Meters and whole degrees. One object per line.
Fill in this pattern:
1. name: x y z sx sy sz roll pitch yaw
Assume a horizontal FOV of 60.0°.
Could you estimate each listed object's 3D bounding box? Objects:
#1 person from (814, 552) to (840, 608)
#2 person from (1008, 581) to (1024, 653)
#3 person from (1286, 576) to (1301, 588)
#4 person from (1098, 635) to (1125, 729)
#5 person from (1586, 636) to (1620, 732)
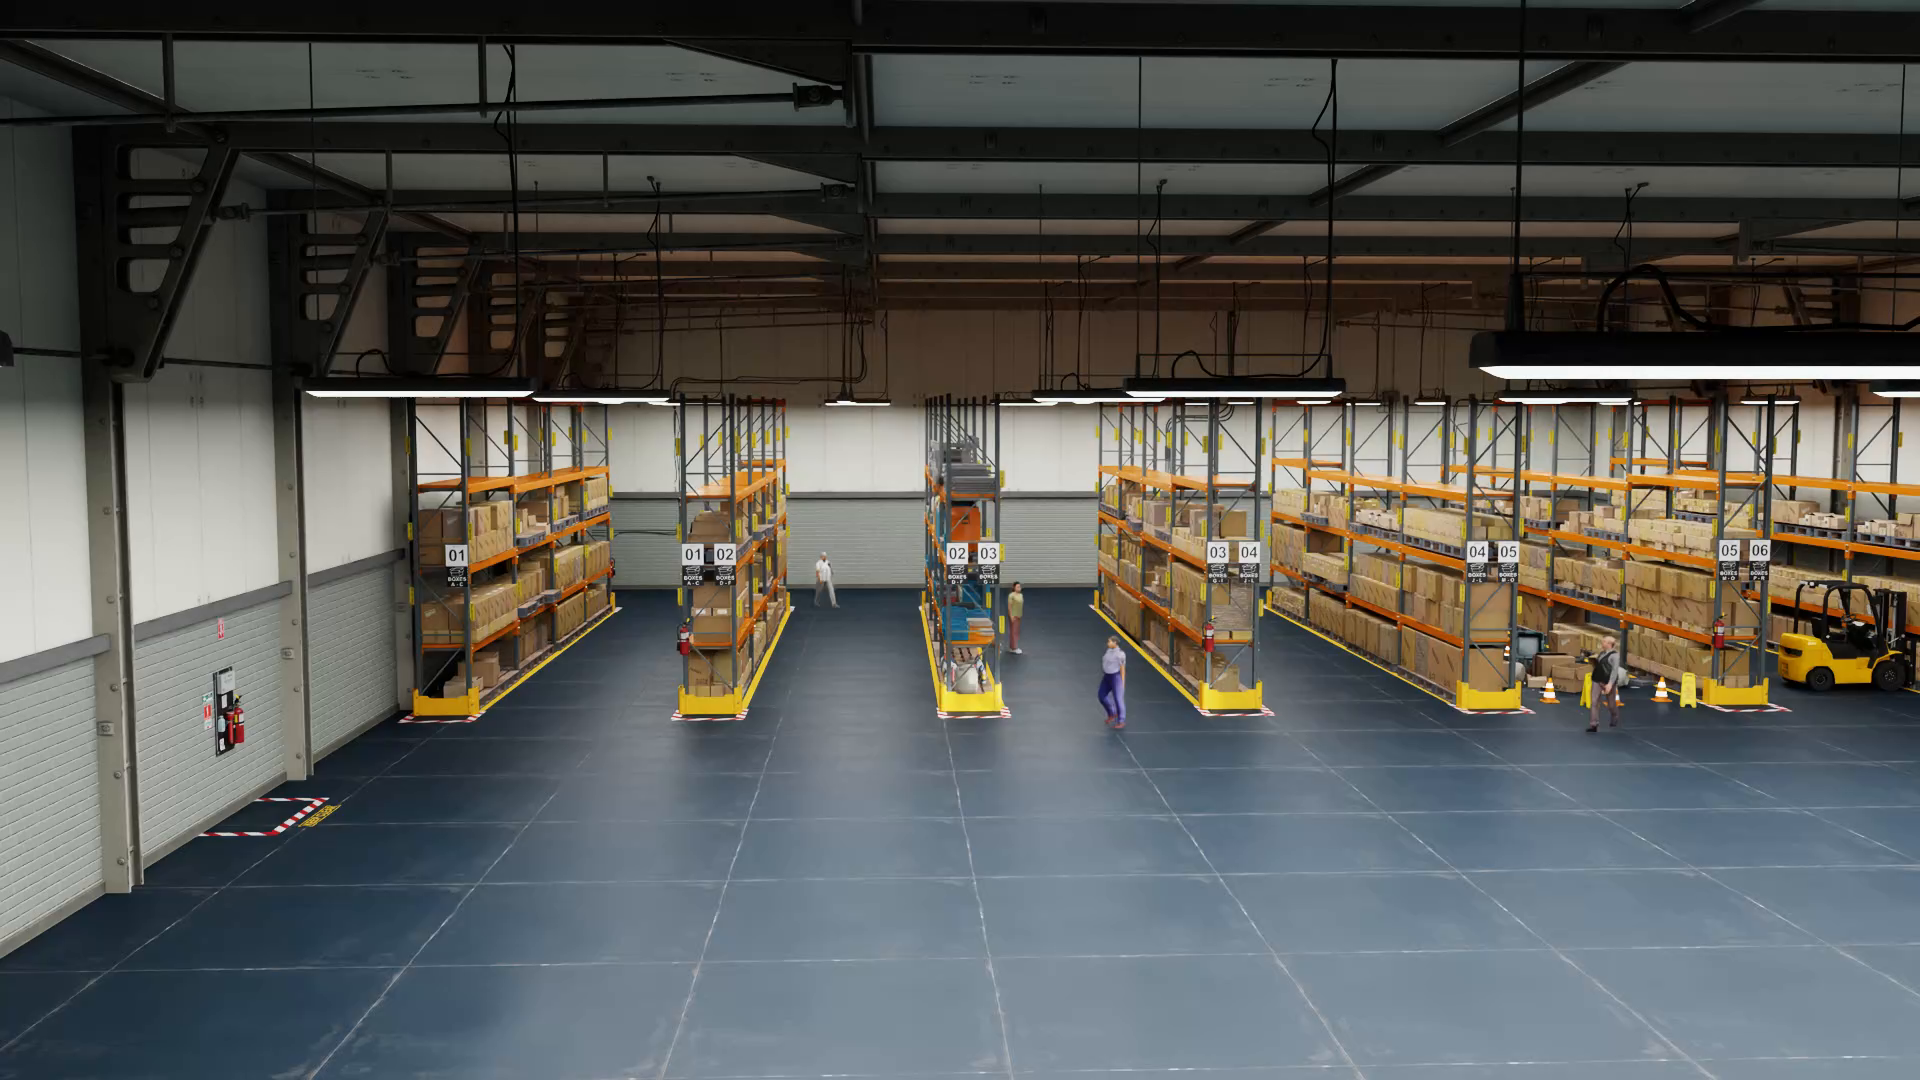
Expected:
1. person: -3.865 1.140 47.607 0.550 1.587 1.051 -3 5 -31
2. person: 1.326 1.805 38.949 0.444 1.681 0.470 4 6 43
3. person: 9.984 0.982 49.382 0.567 1.634 0.968 -2 5 -22
4. person: 2.766 2.532 29.902 0.411 1.670 0.585 -3 5 -35
5. person: 11.456 2.546 29.514 0.491 1.690 0.966 3 5 34
